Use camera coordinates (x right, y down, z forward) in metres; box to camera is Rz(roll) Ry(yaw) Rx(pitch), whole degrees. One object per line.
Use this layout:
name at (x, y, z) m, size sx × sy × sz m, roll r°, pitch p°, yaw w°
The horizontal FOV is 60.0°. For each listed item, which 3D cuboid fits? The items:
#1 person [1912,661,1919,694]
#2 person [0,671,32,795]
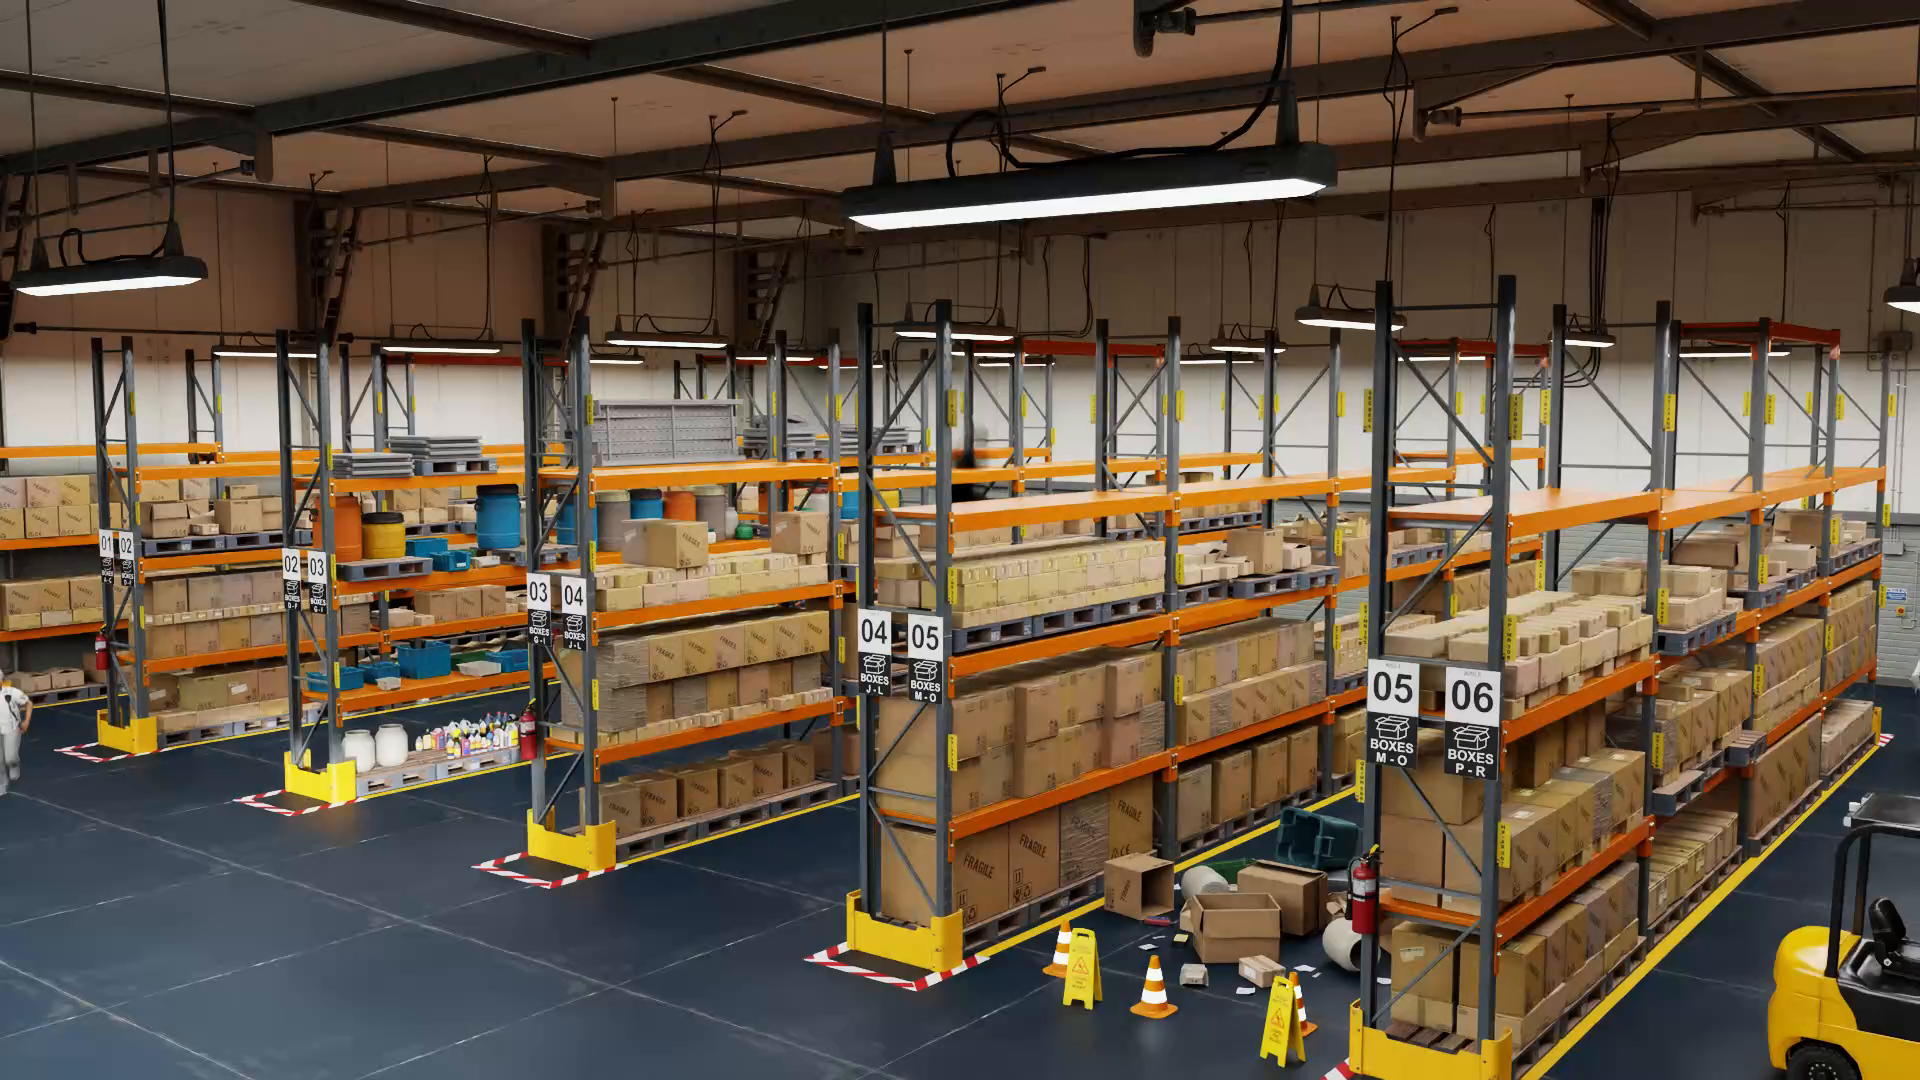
person at (14.008, 2.248, 23.924) m, size 0.612 × 1.682 × 0.885 m, roll 2°, pitch 5°, yaw 24°
person at (-12.397, 2.494, 21.557) m, size 0.630 × 1.634 × 0.605 m, roll -2°, pitch 5°, yaw -18°
